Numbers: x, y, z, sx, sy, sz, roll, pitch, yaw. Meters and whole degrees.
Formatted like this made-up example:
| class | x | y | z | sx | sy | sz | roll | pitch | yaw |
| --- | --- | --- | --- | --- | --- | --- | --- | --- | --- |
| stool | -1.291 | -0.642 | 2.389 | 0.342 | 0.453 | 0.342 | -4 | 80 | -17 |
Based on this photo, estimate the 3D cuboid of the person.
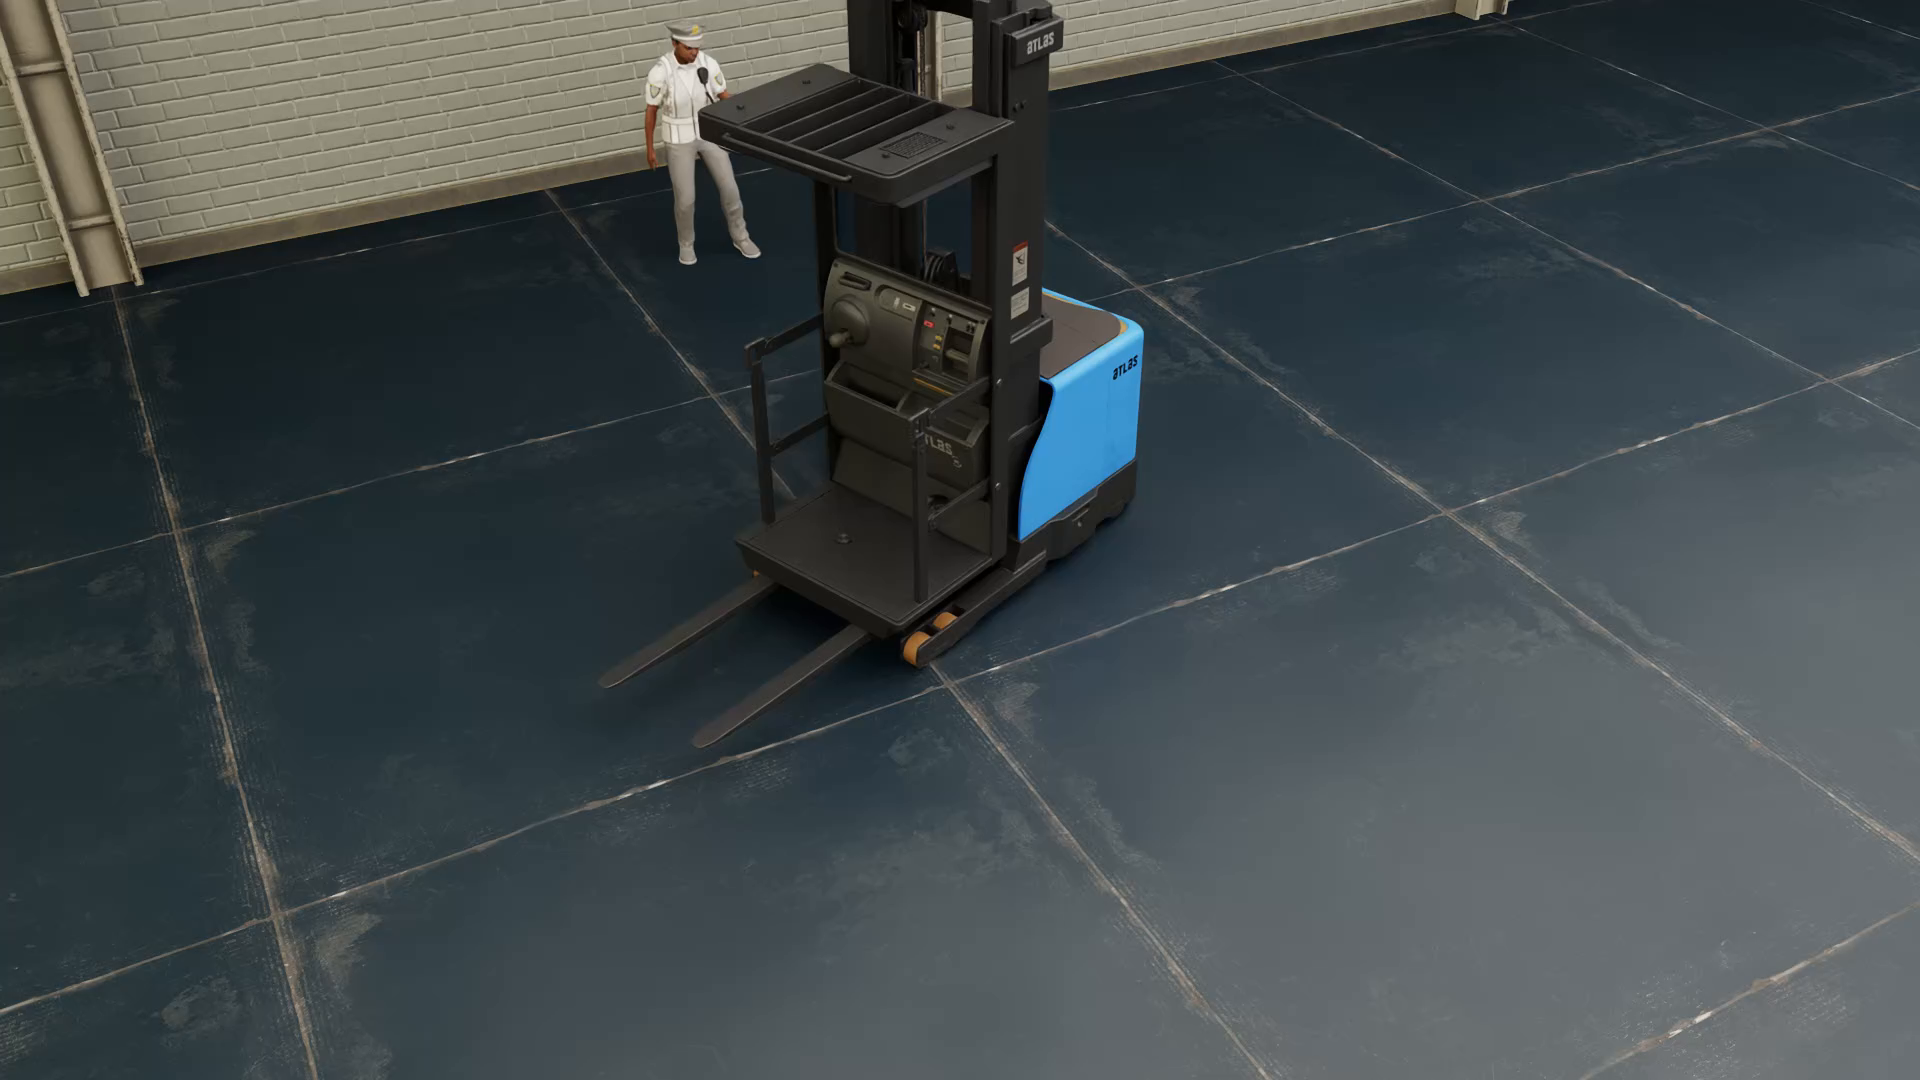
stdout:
| class | x | y | z | sx | sy | sz | roll | pitch | yaw |
| --- | --- | --- | --- | --- | --- | --- | --- | --- | --- |
| person | -1.732 | -2.622 | 10.954 | 0.678 | 1.640 | 0.398 | -15 | 38 | -20 |

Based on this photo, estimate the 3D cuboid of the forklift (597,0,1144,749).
| class | x | y | z | sx | sy | sz | roll | pitch | yaw |
| --- | --- | --- | --- | --- | --- | --- | --- | --- | --- |
| forklift | -0.390 | -0.927 | 7.434 | 1.130 | 2.935 | 3.031 | 26 | 43 | 31 |
